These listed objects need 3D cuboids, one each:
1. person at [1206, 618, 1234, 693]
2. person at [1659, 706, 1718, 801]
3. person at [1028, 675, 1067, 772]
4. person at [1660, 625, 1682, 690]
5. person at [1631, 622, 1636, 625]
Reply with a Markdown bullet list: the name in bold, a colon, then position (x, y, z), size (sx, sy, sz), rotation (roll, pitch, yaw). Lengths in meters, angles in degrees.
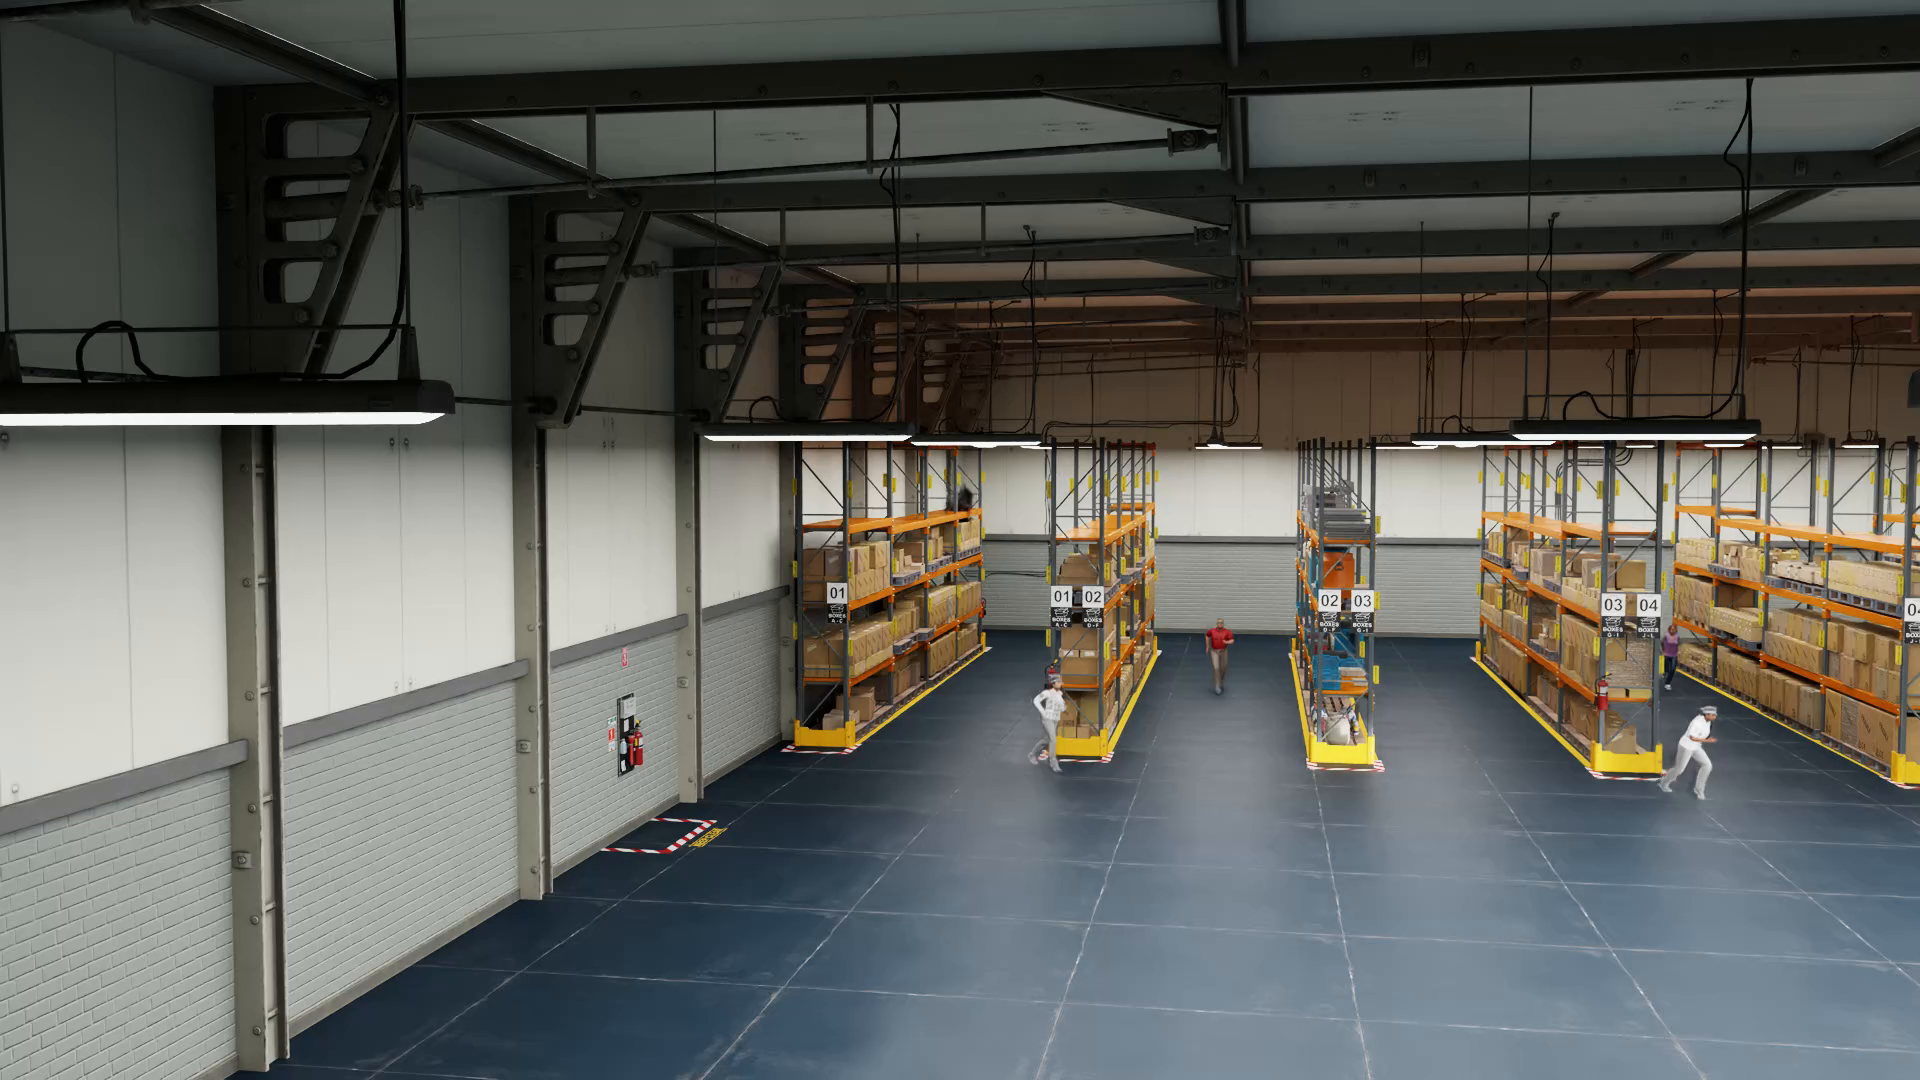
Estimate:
- **person**: position (6.208, 2.735, 39.733), size (0.652, 1.743, 0.968), rotation (0, 3, 4)
- **person**: position (12.079, 3.508, 27.542), size (0.611, 1.607, 0.969), rotation (-3, 4, -41)
- **person**: position (1.652, 3.298, 30.193), size (0.844, 1.720, 0.620), rotation (3, 4, 42)
- **person**: position (17.200, 2.824, 40.313), size (0.558, 1.564, 0.546), rotation (0, 3, 4)
- **person**: position (18.060, 2.495, 44.952), size (0.584, 1.695, 0.739), rotation (-3, 4, -40)
